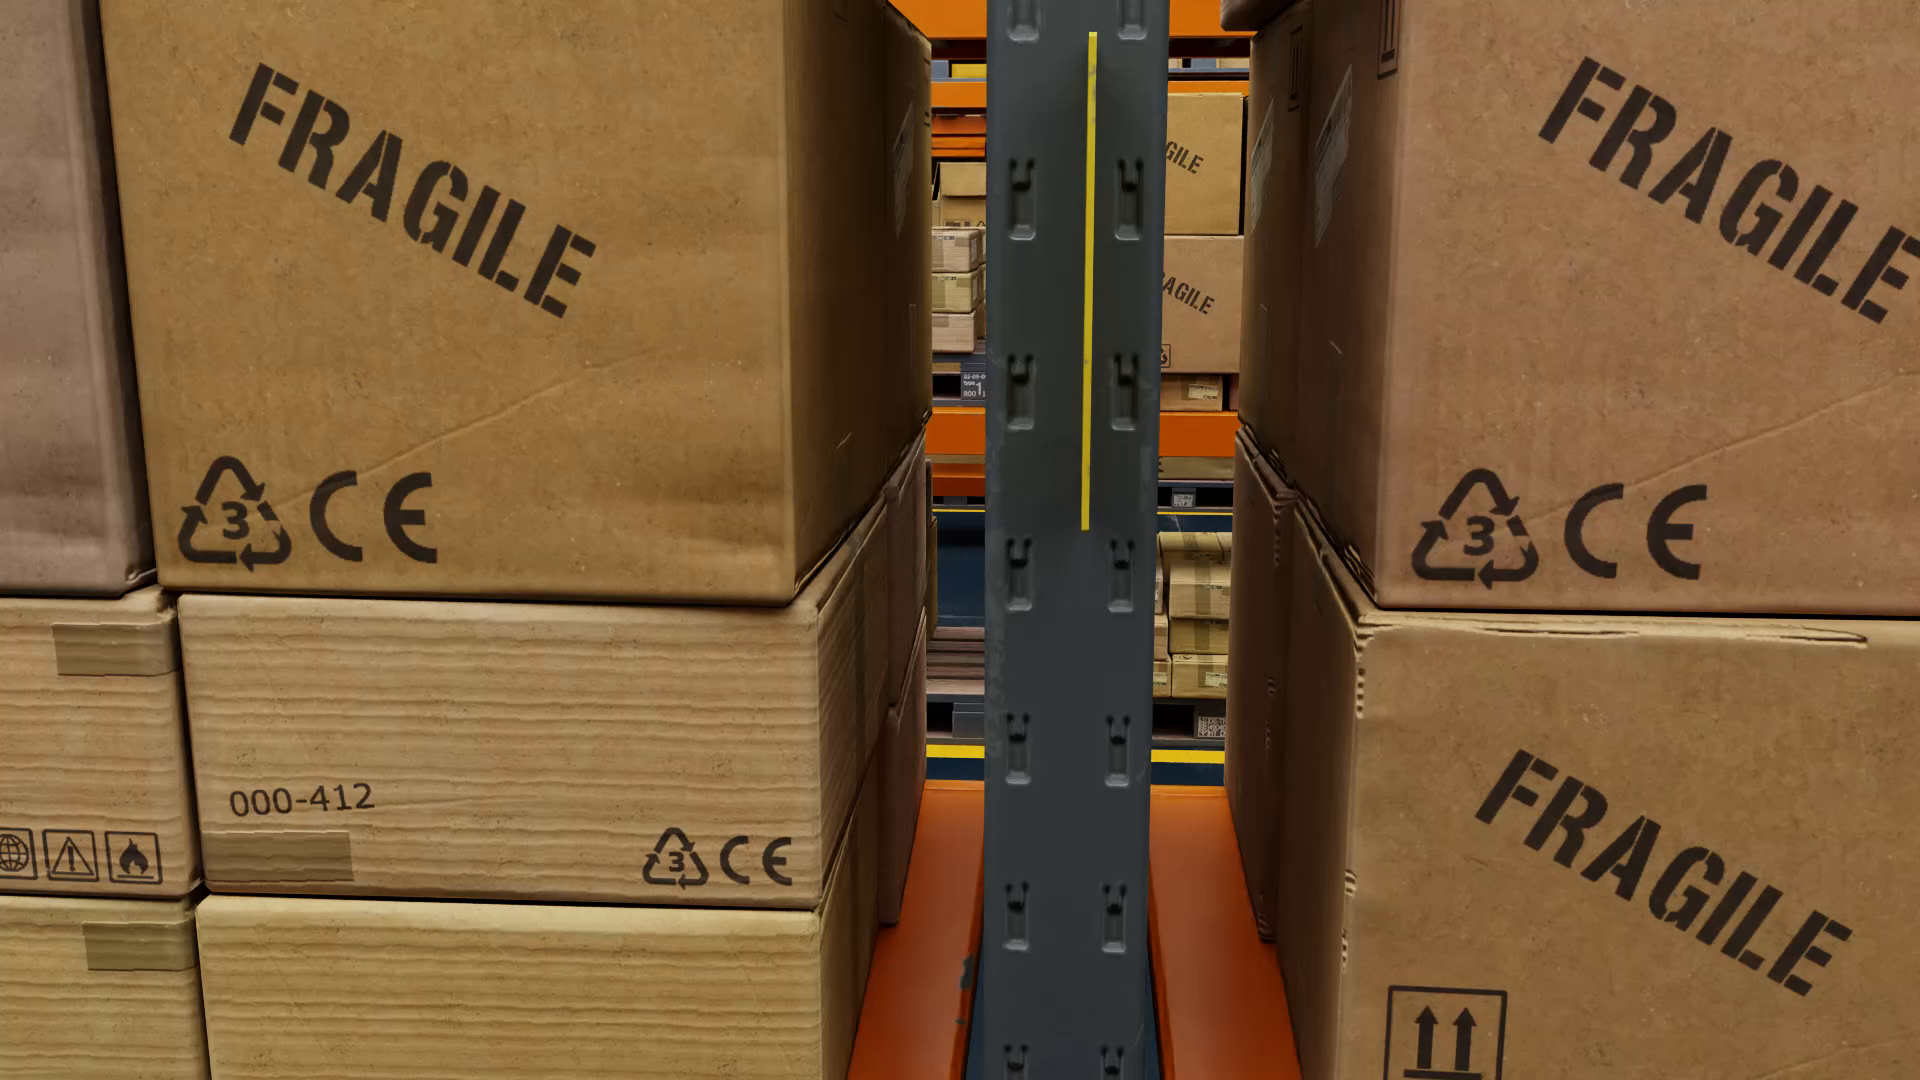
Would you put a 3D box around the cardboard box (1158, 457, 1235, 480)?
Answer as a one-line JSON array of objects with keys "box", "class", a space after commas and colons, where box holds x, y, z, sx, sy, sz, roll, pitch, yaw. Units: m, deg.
[{"box": [1.430, -0.921, 11.510, 0.875, 0.875, 0.875, 1, 12, 4], "class": "cardboard box"}]

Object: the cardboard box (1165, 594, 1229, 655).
[{"box": [0.943, 0.330, 6.573, 0.250, 0.149, 0.380, 1, 12, 4], "class": "cardboard box"}]

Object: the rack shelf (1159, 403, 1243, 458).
[{"box": [2.506, -1.610, 8.795, 4.006, 1.845, 5.958, 1, 12, 4], "class": "rack shelf"}]

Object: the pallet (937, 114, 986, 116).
[{"box": [0.319, -4.160, 15.962, 1.003, 0.211, 1.213, 1, 12, 4], "class": "pallet"}]

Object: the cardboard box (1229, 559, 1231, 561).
[{"box": [1.201, 0.186, 6.538, 0.250, 0.149, 0.380, 1, 12, 3], "class": "cardboard box"}]

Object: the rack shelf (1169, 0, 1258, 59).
[{"box": [2.340, -1.858, 6.255, 4.000, 0.370, 1.077, 1, 12, 4], "class": "rack shelf"}]

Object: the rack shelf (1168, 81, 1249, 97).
[{"box": [2.772, -2.870, 11.093, 4.000, 0.370, 1.077, 1, 12, 4], "class": "rack shelf"}]

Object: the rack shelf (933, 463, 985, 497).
[{"box": [0.007, -0.311, 10.203, 1.000, 0.278, 0.538, 1, 12, 4], "class": "rack shelf"}]

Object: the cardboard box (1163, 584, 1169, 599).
[{"box": [0.951, 0.216, 7.122, 0.250, 0.149, 0.380, 0, 12, 1], "class": "cardboard box"}]

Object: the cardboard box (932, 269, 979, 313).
[{"box": [-0.066, -0.963, 6.405, 0.250, 0.149, 0.380, 1, 12, 5], "class": "cardboard box"}]

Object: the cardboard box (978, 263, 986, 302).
[{"box": [-0.018, -1.097, 7.047, 0.250, 0.149, 0.380, 1, 12, 5], "class": "cardboard box"}]

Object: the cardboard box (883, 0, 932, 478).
[{"box": [-0.305, -0.360, 1.975, 0.500, 0.500, 0.500, 1, 12, 4], "class": "cardboard box"}]

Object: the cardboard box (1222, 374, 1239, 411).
[{"box": [1.137, -0.594, 6.397, 0.250, 0.149, 0.380, 0, 12, 1], "class": "cardboard box"}]

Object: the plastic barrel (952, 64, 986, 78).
[{"box": [0.183, -4.530, 15.786, 0.600, 0.588, 0.600, 0, 12, 0], "class": "plastic barrel"}]

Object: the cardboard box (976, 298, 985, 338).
[{"box": [-0.018, -0.951, 7.077, 0.250, 0.149, 0.380, 0, 12, 1], "class": "cardboard box"}]

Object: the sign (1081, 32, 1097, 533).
[{"box": [0.088, -0.174, 1.137, 0.005, 0.325, 0.100, 1, 12, 4], "class": "sign"}]

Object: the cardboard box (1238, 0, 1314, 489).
[{"box": [0.604, -0.345, 1.905, 0.500, 0.500, 0.500, 1, 12, 3], "class": "cardboard box"}]

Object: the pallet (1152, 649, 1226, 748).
[{"box": [1.017, 0.598, 6.896, 1.213, 0.211, 1.003, 1, 12, 4], "class": "pallet"}]

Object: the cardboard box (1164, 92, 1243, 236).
[{"box": [0.778, -1.397, 6.209, 0.500, 0.500, 0.500, 1, 12, 5], "class": "cardboard box"}]

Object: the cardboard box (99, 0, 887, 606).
[{"box": [-0.348, -0.250, 1.450, 0.500, 0.500, 0.500, 1, 12, 6], "class": "cardboard box"}]

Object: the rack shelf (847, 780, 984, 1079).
[{"box": [-1.881, 0.568, 1.983, 4.000, 0.370, 1.077, 1, 12, 4], "class": "rack shelf"}]

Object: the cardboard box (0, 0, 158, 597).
[{"box": [-0.865, -0.255, 1.477, 0.500, 0.500, 0.500, 1, 12, 5], "class": "cardboard box"}]

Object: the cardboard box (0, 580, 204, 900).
[{"box": [-0.841, 0.110, 1.560, 0.500, 0.250, 0.500, 1, 12, 5], "class": "cardboard box"}]

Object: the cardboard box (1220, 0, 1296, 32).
[{"box": [0.443, -0.673, 1.890, 0.250, 0.149, 0.380, 1, 12, 3], "class": "cardboard box"}]

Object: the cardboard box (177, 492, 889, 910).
[{"box": [-0.342, 0.116, 1.534, 0.500, 0.250, 0.500, 1, 12, 4], "class": "cardboard box"}]

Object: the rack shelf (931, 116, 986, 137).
[{"box": [-0.888, -3.936, 16.191, 4.000, 0.370, 1.077, 1, 12, 4], "class": "rack shelf"}]

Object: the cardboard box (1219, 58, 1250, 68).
[{"box": [3.428, -5.795, 20.635, 0.500, 0.500, 0.700, 1, 12, 4], "class": "cardboard box"}]

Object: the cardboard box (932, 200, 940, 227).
[{"box": [-0.325, -4.071, 21.133, 0.500, 0.500, 0.700, -2, 12, -11], "class": "cardboard box"}]

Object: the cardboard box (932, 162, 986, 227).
[{"box": [0.139, -2.328, 11.378, 0.637, 0.503, 0.797, 0, 12, 2], "class": "cardboard box"}]

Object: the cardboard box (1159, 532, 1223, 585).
[{"box": [0.974, 0.077, 7.060, 0.250, 0.149, 0.380, 1, 12, 4], "class": "cardboard box"}]

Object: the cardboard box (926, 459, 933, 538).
[{"box": [-0.375, -0.182, 7.062, 0.500, 0.250, 0.500, 0, 12, 1], "class": "cardboard box"}]

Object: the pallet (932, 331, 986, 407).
[{"box": [-0.409, -0.716, 6.831, 1.213, 0.211, 1.003, 1, 12, 4], "class": "pallet"}]

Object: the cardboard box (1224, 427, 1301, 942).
[{"box": [0.594, 0.149, 1.988, 0.500, 0.500, 0.500, 1, 12, 4], "class": "cardboard box"}]

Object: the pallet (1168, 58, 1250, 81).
[{"box": [1.592, -3.193, 11.095, 1.213, 0.211, 1.003, 1, 12, 4], "class": "pallet"}]

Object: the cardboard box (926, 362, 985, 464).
[{"box": [0.137, -0.951, 11.654, 0.875, 0.875, 1.225, 1, 12, 4], "class": "cardboard box"}]

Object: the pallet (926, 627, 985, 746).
[{"box": [-0.433, 0.585, 6.954, 1.213, 0.211, 1.003, 1, 12, 4], "class": "pallet"}]

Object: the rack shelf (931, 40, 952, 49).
[{"box": [-1.651, -2.008, 6.497, 3.809, 0.124, 0.919, 1, 12, 4], "class": "rack shelf"}]

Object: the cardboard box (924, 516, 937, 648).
[{"box": [-0.375, 0.184, 7.140, 0.500, 0.500, 0.500, 1, 12, 6], "class": "cardboard box"}]

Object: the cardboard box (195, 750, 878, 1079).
[{"box": [-0.350, 0.362, 1.577, 0.500, 0.250, 0.500, 1, 12, 2], "class": "cardboard box"}]

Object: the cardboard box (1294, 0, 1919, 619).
[{"box": [0.573, -0.239, 1.398, 0.500, 0.500, 0.500, 1, 12, 4], "class": "cardboard box"}]

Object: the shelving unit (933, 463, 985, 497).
[{"box": [0.007, -0.550, 10.152, 1.048, 1.125, 0.538, 1, 12, 4], "class": "shelving unit"}]

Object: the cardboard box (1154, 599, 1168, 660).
[{"box": [0.685, 0.345, 6.502, 0.250, 0.149, 0.380, 1, 12, 6], "class": "cardboard box"}]

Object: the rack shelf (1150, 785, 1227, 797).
[{"box": [2.110, 0.623, 1.721, 4.000, 0.370, 1.077, 1, 12, 4], "class": "rack shelf"}]

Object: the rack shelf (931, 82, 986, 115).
[{"box": [-1.219, -2.925, 11.354, 4.000, 0.370, 1.077, 1, 12, 4], "class": "rack shelf"}]

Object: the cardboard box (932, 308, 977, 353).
[{"box": [-0.065, -0.817, 6.435, 0.250, 0.149, 0.380, 1, 12, 2], "class": "cardboard box"}]

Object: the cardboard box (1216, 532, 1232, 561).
[{"box": [1.223, 0.078, 7.051, 0.250, 0.149, 0.380, 1, 12, 3], "class": "cardboard box"}]

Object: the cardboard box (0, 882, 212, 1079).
[{"box": [-0.858, 0.355, 1.611, 0.500, 0.250, 0.500, 1, 12, 3], "class": "cardboard box"}]

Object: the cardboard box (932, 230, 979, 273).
[{"box": [-0.069, -1.109, 6.377, 0.250, 0.149, 0.380, 1, 12, 6], "class": "cardboard box"}]

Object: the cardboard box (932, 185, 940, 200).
[{"box": [-0.241, -5.365, 25.740, 0.500, 0.250, 0.500, 1, 12, 3], "class": "cardboard box"}]

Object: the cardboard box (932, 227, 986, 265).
[{"box": [-0.018, -1.242, 7.016, 0.250, 0.149, 0.380, 1, 12, 7], "class": "cardboard box"}]

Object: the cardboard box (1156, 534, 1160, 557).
[{"box": [0.717, 0.081, 7.038, 0.250, 0.149, 0.380, 1, 12, 5], "class": "cardboard box"}]

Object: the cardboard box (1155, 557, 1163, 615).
[{"box": [0.674, 0.176, 6.583, 0.250, 0.149, 0.380, 1, 12, 6], "class": "cardboard box"}]
